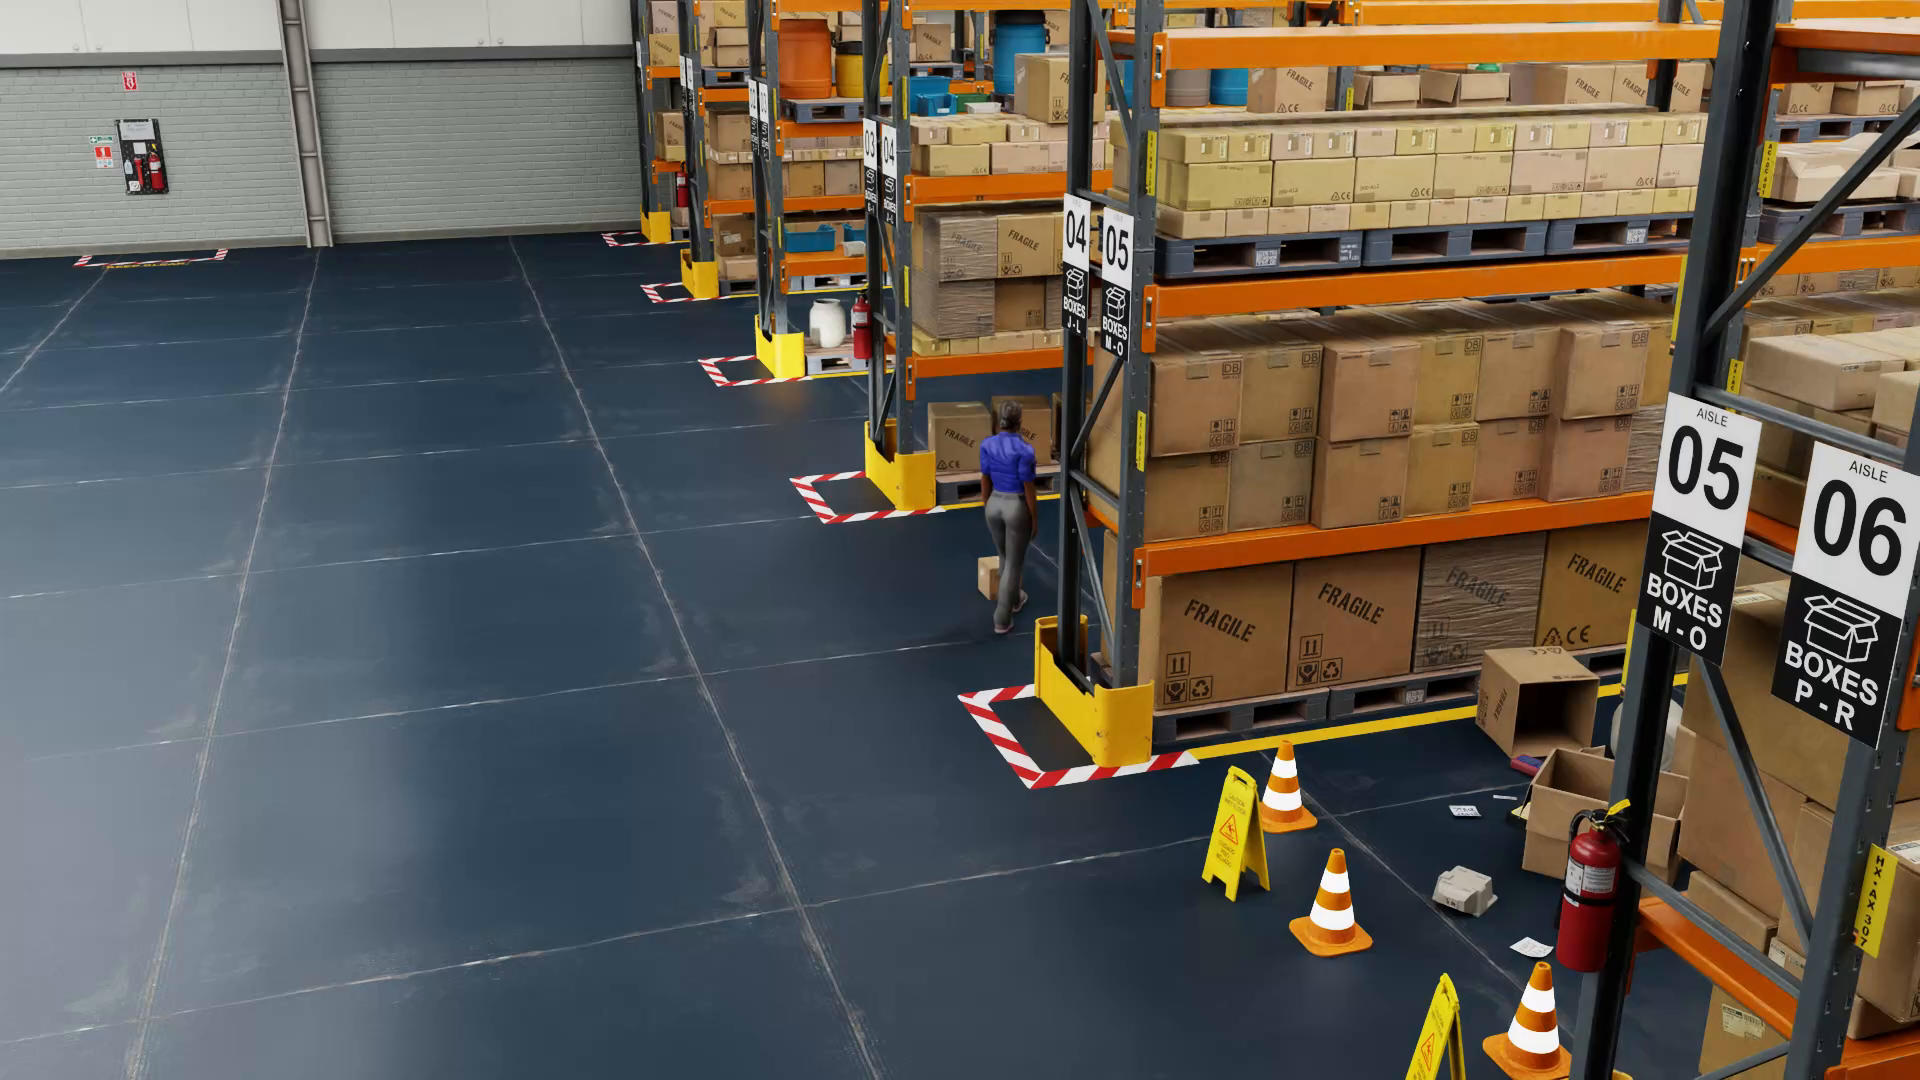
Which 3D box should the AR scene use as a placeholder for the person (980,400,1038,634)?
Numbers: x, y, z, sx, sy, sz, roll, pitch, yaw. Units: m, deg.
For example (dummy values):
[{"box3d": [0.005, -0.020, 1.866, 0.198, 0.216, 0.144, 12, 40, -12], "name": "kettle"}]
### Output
[{"box3d": [0.404, -0.207, 11.646, 0.423, 1.645, 0.682, 12, 23, 31], "name": "person"}]
